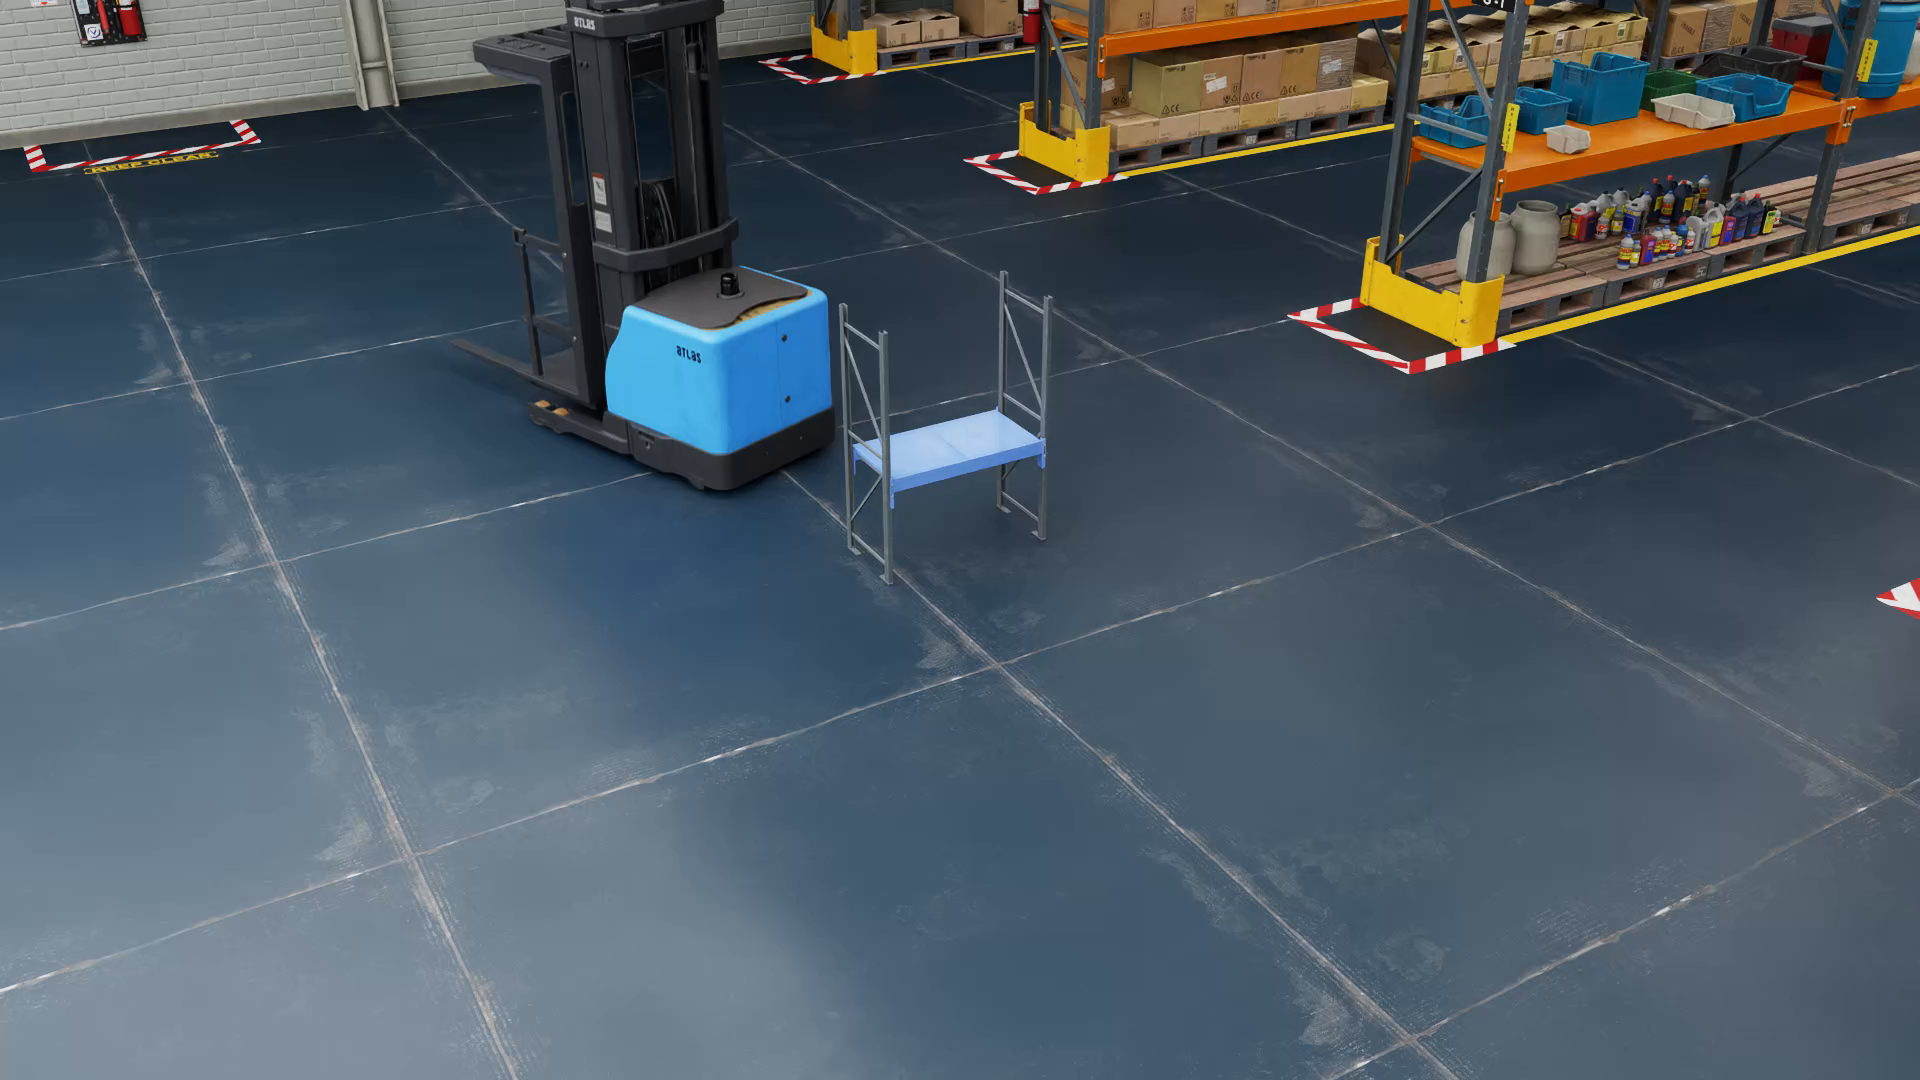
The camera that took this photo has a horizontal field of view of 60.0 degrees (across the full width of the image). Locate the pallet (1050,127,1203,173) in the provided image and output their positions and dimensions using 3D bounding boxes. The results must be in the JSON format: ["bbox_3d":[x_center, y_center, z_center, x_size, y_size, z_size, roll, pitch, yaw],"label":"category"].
[{"bbox_3d":[1.677,-4.020,16.815,1.213,0.211,1.003,-16,33,-26],"label":"pallet"}]

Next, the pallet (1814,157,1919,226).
[{"bbox_3d":[8.704,-3.239,15.400,1.213,0.211,1.003,-16,33,-26],"label":"pallet"}]

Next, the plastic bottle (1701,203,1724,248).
[{"bbox_3d":[6.140,-2.580,13.606,0.185,0.351,0.144,-16,33,-27],"label":"plastic bottle"}]

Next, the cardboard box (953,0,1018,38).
[{"bbox_3d":[0.317,-6.627,20.786,0.500,0.500,0.700,-18,34,-29],"label":"cardboard box"}]

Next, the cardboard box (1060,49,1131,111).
[{"bbox_3d":[1.350,-4.600,16.615,0.500,0.500,0.500,-16,33,-26],"label":"cardboard box"}]

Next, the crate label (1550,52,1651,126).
[{"bbox_3d":[4.995,-3.550,13.042,0.616,0.435,0.502,-16,33,-26],"label":"crate label"}]

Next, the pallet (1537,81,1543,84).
[{"bbox_3d":[7.206,-5.588,19.657,1.213,0.211,1.003,-16,33,-26],"label":"pallet"}]

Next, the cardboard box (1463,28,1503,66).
[{"bbox_3d":[5.850,-5.486,18.416,0.500,0.311,0.500,-17,33,-28],"label":"cardboard box"}]

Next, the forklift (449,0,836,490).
[{"bbox_3d":[-2.265,-2.162,10.635,3.031,2.935,1.130,22,36,34],"label":"forklift"}]

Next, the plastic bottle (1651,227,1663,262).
[{"bbox_3d":[5.561,-2.368,13.304,0.097,0.271,0.097,0,29,0],"label":"plastic bottle"}]

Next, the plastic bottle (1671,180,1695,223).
[{"bbox_3d":[6.160,-2.899,14.184,0.185,0.351,0.144,-16,33,-26],"label":"plastic bottle"}]

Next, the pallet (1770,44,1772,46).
[{"bbox_3d":[10.702,-6.538,21.378,1.213,0.211,1.003,-16,33,-26],"label":"pallet"}]

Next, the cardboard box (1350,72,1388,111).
[{"bbox_3d":[4.198,-4.791,17.737,0.500,0.250,0.500,-16,33,-26],"label":"cardboard box"}]

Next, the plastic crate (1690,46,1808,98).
[{"bbox_3d":[6.478,-3.848,13.683,0.504,0.338,0.767,-16,33,-26],"label":"plastic crate"}]

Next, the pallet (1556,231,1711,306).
[{"bbox_3d":[5.340,-2.282,13.667,1.213,0.211,1.003,-16,33,-26],"label":"pallet"}]

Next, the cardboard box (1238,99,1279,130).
[{"bbox_3d":[2.908,-4.421,17.068,0.500,0.250,0.500,-16,33,-26],"label":"cardboard box"}]

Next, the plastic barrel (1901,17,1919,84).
[{"bbox_3d":[7.929,-4.153,14.030,0.433,0.535,0.433,0,29,0],"label":"plastic barrel"}]

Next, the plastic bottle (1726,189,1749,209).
[{"bbox_3d":[6.511,-2.766,13.944,0.185,0.351,0.144,-16,33,-26],"label":"plastic bottle"}]

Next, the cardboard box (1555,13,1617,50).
[{"bbox_3d":[7.164,-5.859,19.093,0.500,0.311,0.500,-16,33,-27],"label":"cardboard box"}]

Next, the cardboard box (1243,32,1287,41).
[{"bbox_3d":[3.067,-5.095,17.514,0.500,0.500,0.500,-16,33,-26],"label":"cardboard box"}]

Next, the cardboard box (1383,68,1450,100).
[{"bbox_3d":[4.960,-4.991,18.100,0.500,0.250,0.500,-17,33,-27],"label":"cardboard box"}]

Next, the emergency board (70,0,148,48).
[{"bbox_3d":[-8.632,-5.573,16.743,0.643,1.169,0.194,-16,33,-26],"label":"emergency board"}]

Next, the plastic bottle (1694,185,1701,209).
[{"bbox_3d":[6.409,-2.998,14.519,0.097,0.201,0.097,0,29,0],"label":"plastic bottle"}]

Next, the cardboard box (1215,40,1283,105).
[{"bbox_3d":[2.908,-4.749,16.886,0.500,0.500,0.500,-16,33,-26],"label":"cardboard box"}]

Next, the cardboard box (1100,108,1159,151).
[{"bbox_3d":[1.614,-4.055,16.404,0.500,0.250,0.500,-16,33,-26],"label":"cardboard box"}]

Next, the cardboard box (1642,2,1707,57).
[{"bbox_3d":[8.473,-6.085,19.803,0.500,0.500,0.500,-14,32,-24],"label":"cardboard box"}]

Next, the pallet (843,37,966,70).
[{"bbox_3d":[-0.690,-6.081,20.550,1.213,0.211,1.003,-16,33,-26],"label":"pallet"}]

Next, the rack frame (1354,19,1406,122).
[{"bbox_3d":[4.487,-6.015,17.545,0.127,3.000,1.000,-16,33,-26],"label":"rack frame"}]

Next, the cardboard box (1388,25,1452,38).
[{"bbox_3d":[5.137,-5.589,18.604,0.500,0.311,0.500,-15,32,-25],"label":"cardboard box"}]

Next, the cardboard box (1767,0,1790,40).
[{"bbox_3d":[9.804,-6.466,20.494,0.500,0.500,0.500,-17,33,-28],"label":"cardboard box"}]

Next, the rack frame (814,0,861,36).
[{"bbox_3d":[-1.474,-7.099,19.508,0.127,3.000,1.000,-16,33,-26],"label":"rack frame"}]

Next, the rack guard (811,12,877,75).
[{"bbox_3d":[-1.409,-6.023,20.146,0.348,0.500,1.175,-16,33,-26],"label":"rack guard"}]

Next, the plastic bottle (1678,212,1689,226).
[{"bbox_3d":[5.944,-2.556,13.634,0.133,0.283,0.061,-16,33,-26],"label":"plastic bottle"}]

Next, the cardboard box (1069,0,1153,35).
[{"bbox_3d":[1.448,-5.189,15.944,0.500,0.500,0.700,-16,33,-26],"label":"cardboard box"}]

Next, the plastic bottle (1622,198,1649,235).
[{"bbox_3d":[5.655,-2.720,13.938,0.135,0.276,0.152,-16,33,-26],"label":"plastic bottle"}]

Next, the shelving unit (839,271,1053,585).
[{"bbox_3d":[-0.074,-0.636,9.350,1.048,1.500,0.538,-16,33,-26],"label":"shelving unit"}]

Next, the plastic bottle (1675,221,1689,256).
[{"bbox_3d":[5.822,-2.442,13.438,0.097,0.271,0.097,0,29,0],"label":"plastic bottle"}]

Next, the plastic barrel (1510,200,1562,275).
[{"bbox_3d":[4.506,-2.382,13.102,0.421,0.512,0.421,0,29,0],"label":"plastic barrel"}]

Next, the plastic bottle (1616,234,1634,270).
[{"bbox_3d":[5.266,-2.284,13.152,0.097,0.271,0.097,0,29,0],"label":"plastic bottle"}]

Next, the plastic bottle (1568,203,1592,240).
[{"bbox_3d":[5.137,-2.654,13.818,0.135,0.276,0.152,-16,33,-26],"label":"plastic bottle"}]

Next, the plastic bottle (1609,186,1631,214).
[{"bbox_3d":[5.558,-2.809,14.021,0.185,0.351,0.144,-16,33,-27],"label":"plastic bottle"}]

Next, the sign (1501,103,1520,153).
[{"bbox_3d":[3.820,-2.863,11.546,0.005,0.325,0.100,-16,33,-26],"label":"sign"}]

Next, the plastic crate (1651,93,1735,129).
[{"bbox_3d":[5.722,-3.332,12.957,0.437,0.136,0.530,-16,33,-26],"label":"plastic crate"}]

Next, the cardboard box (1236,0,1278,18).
[{"bbox_3d":[2.781,-5.569,16.633,0.500,0.500,0.700,-15,32,-25],"label":"cardboard box"}]

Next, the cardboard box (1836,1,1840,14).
[{"bbox_3d":[11.104,-6.831,21.156,0.500,0.500,0.500,-16,33,-27],"label":"cardboard box"}]

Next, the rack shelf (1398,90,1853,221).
[{"bbox_3d":[5.269,-3.146,13.091,4.000,0.370,1.077,-16,33,-26],"label":"rack shelf"}]

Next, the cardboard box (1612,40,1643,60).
[{"bbox_3d":[7.606,-5.744,19.465,0.500,0.250,0.500,-15,32,-25],"label":"cardboard box"}]

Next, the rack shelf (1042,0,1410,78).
[{"bbox_3d":[2.763,-5.211,16.832,4.000,0.370,1.077,-16,33,-26],"label":"rack shelf"}]

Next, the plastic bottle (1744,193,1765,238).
[{"bbox_3d":[6.584,-2.706,13.835,0.185,0.351,0.144,-17,33,-28],"label":"plastic bottle"}]

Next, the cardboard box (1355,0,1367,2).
[{"bbox_3d":[4.108,-5.948,17.319,0.500,0.500,0.700,-17,33,-28],"label":"cardboard box"}]

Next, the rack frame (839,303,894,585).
[{"bbox_3d":[-0.512,-0.511,9.124,0.032,1.500,0.500,-16,33,-26],"label":"rack frame"}]

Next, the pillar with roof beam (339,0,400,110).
[{"bbox_3d":[-4.301,-6.995,13.111,0.400,9.000,9.100,-16,33,-26],"label":"pillar with roof beam"}]

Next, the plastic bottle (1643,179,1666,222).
[{"bbox_3d":[5.925,-2.913,14.210,0.185,0.351,0.144,-17,33,-28],"label":"plastic bottle"}]

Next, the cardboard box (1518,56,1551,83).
[{"bbox_3d":[6.286,-5.367,18.782,0.500,0.250,0.500,-15,32,-25],"label":"cardboard box"}]

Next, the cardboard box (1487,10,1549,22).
[{"bbox_3d":[6.446,-5.958,19.272,0.500,0.311,0.500,-17,33,-28],"label":"cardboard box"}]
